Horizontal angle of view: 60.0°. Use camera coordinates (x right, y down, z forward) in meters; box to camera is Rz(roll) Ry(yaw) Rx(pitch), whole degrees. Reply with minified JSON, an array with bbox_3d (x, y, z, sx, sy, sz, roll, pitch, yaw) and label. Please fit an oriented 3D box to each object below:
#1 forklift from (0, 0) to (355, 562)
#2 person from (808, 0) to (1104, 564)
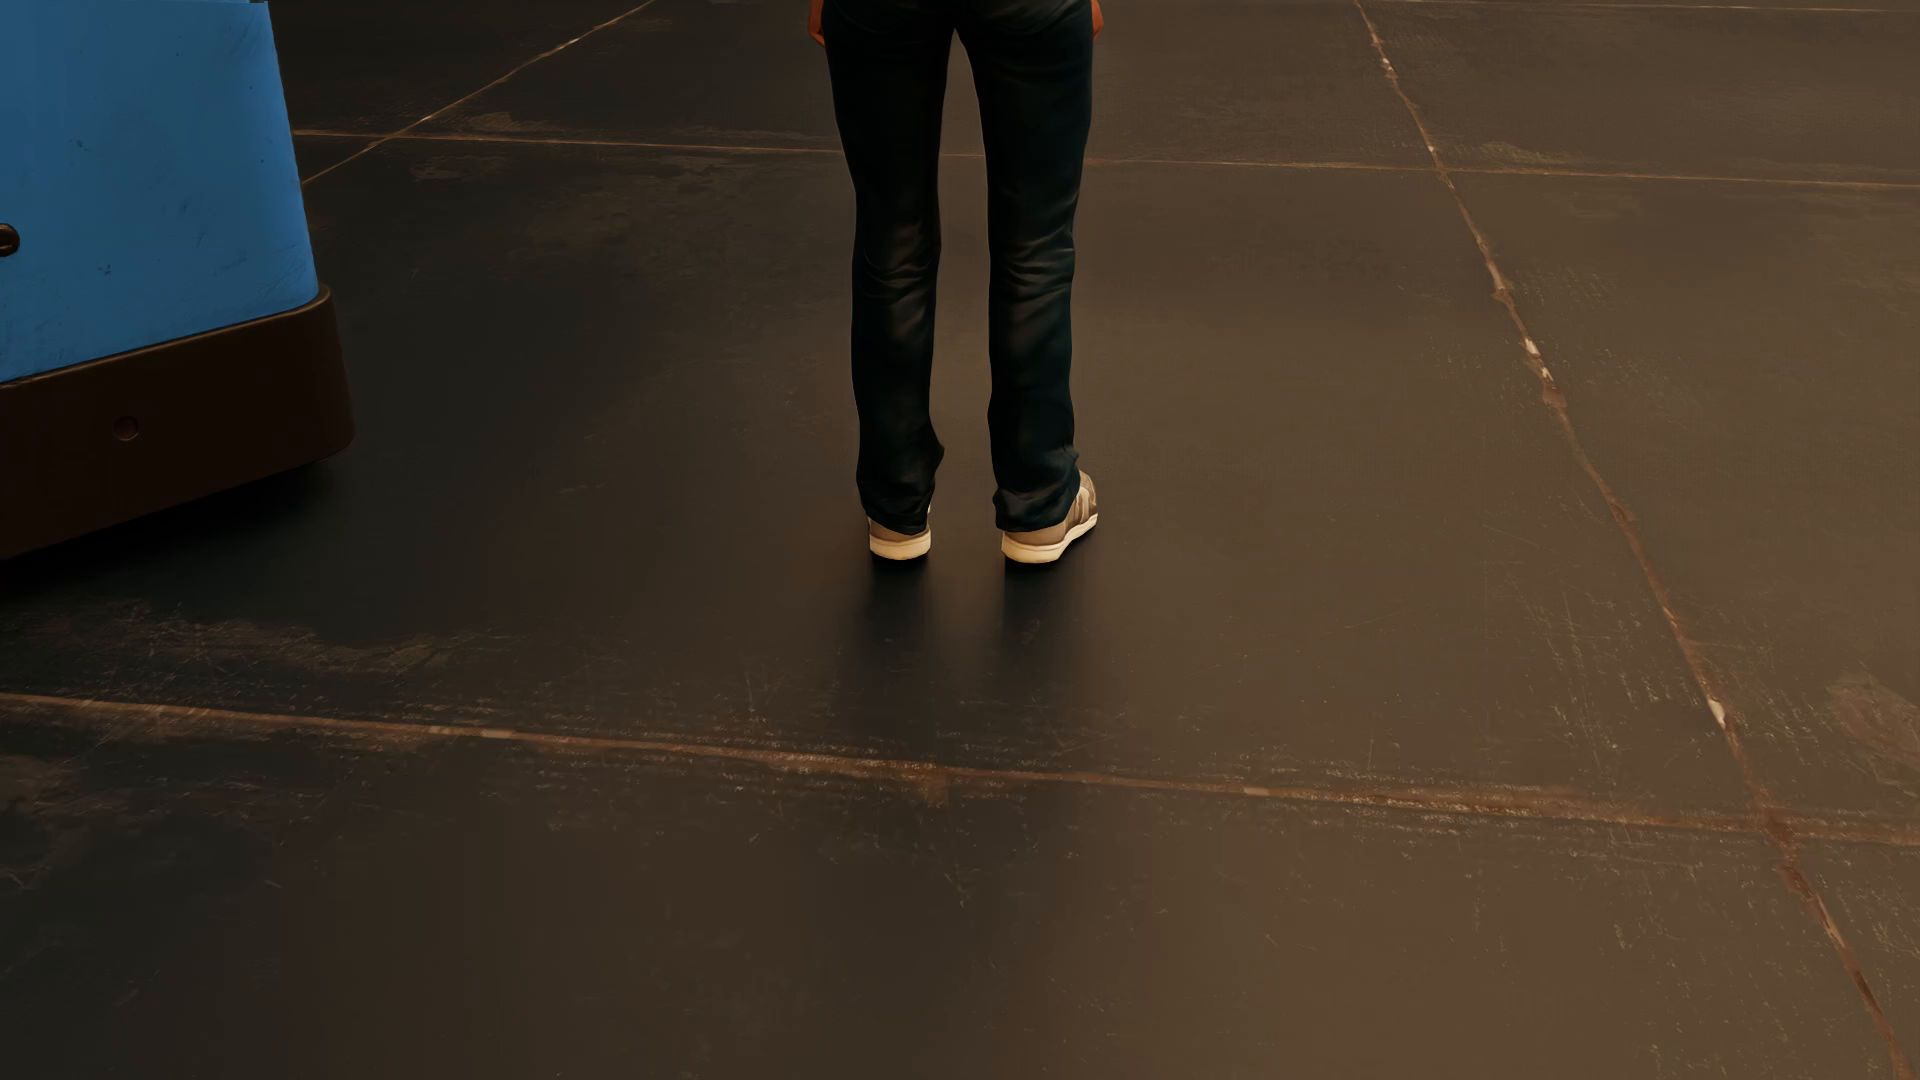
[{"bbox_3d":[-2.394,-1.690,2.605,3.031,2.935,1.130,22,34,37],"label":"forklift"},{"bbox_3d":[-0.003,-0.716,2.144,0.409,1.602,0.327,3,27,7],"label":"person"}]
